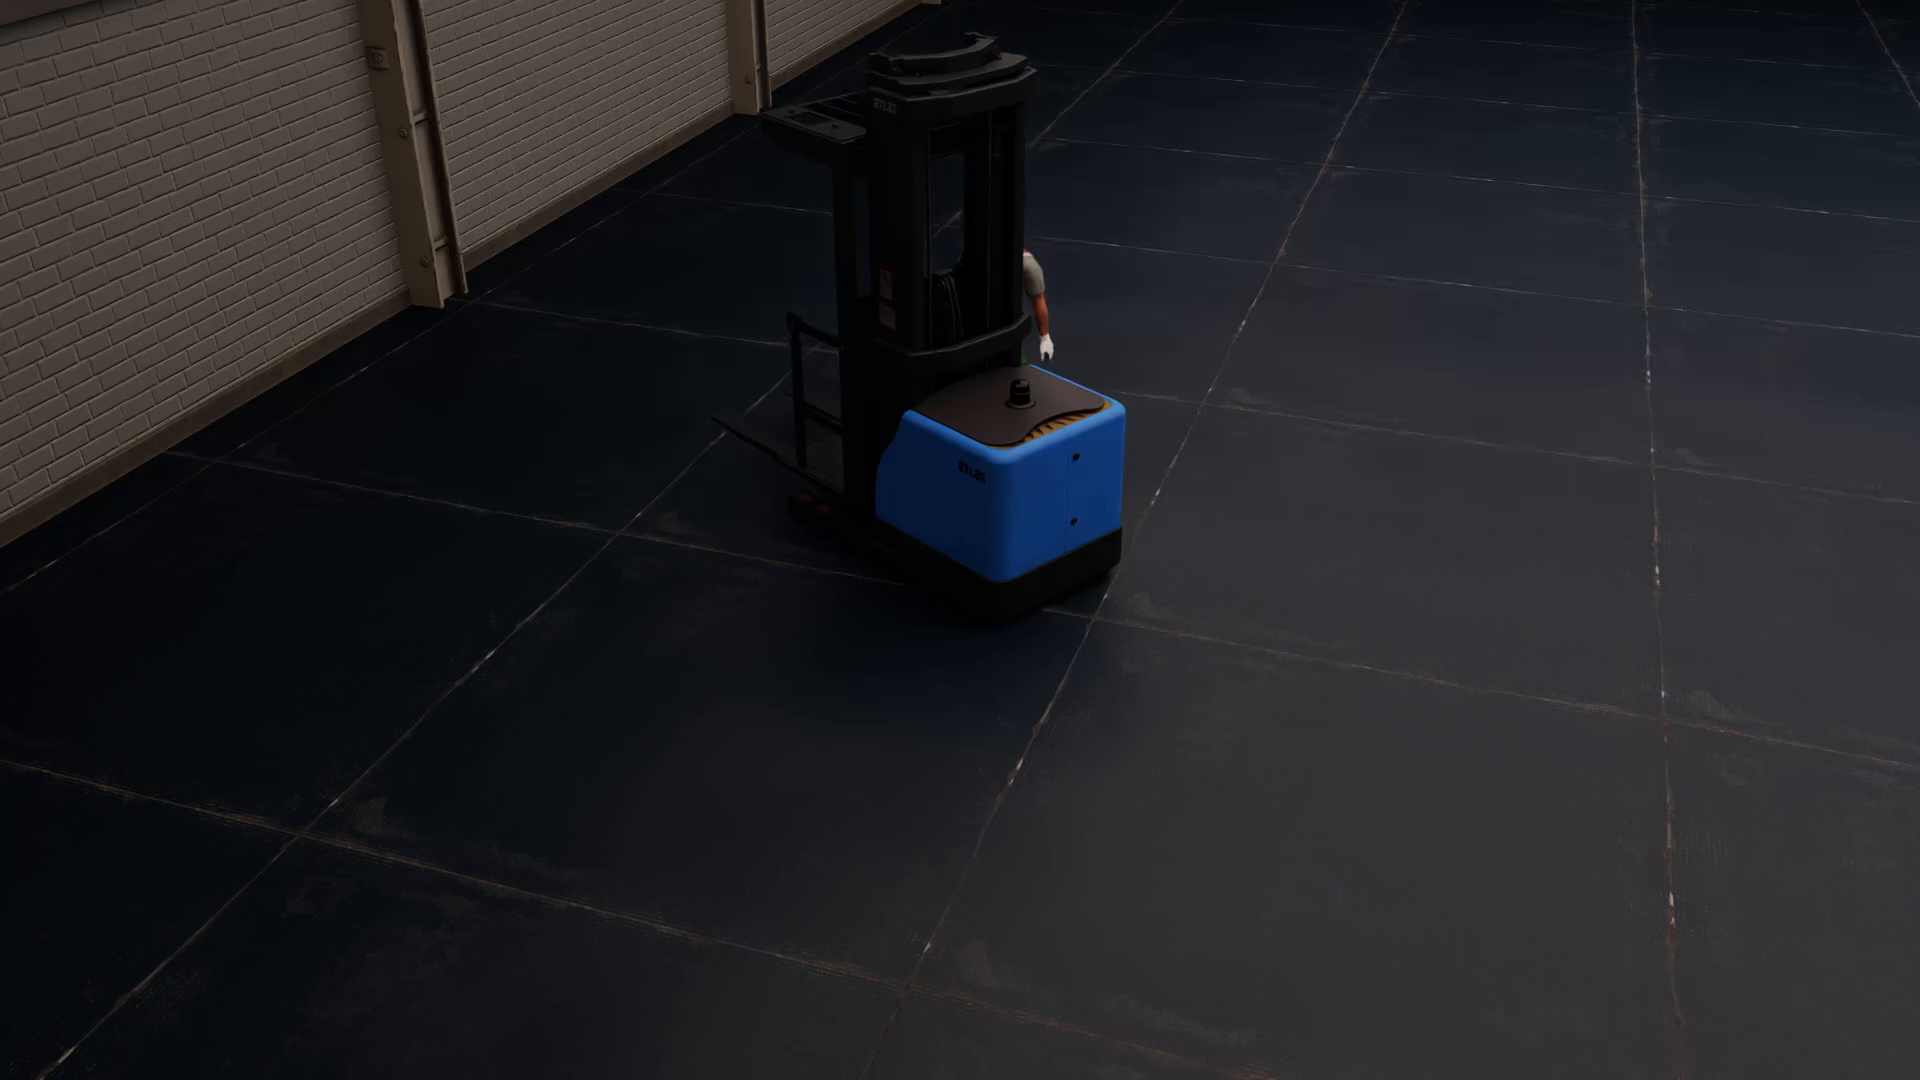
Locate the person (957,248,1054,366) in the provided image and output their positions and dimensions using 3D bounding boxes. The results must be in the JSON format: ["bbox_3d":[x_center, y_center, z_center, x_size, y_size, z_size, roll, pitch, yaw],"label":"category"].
[{"bbox_3d":[0.224,-1.387,10.826,0.891,1.745,0.502,18,34,28],"label":"person"}]

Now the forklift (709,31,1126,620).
[{"bbox_3d":[-0.420,-1.479,9.731,1.130,2.935,3.031,-24,38,-36],"label":"forklift"}]
